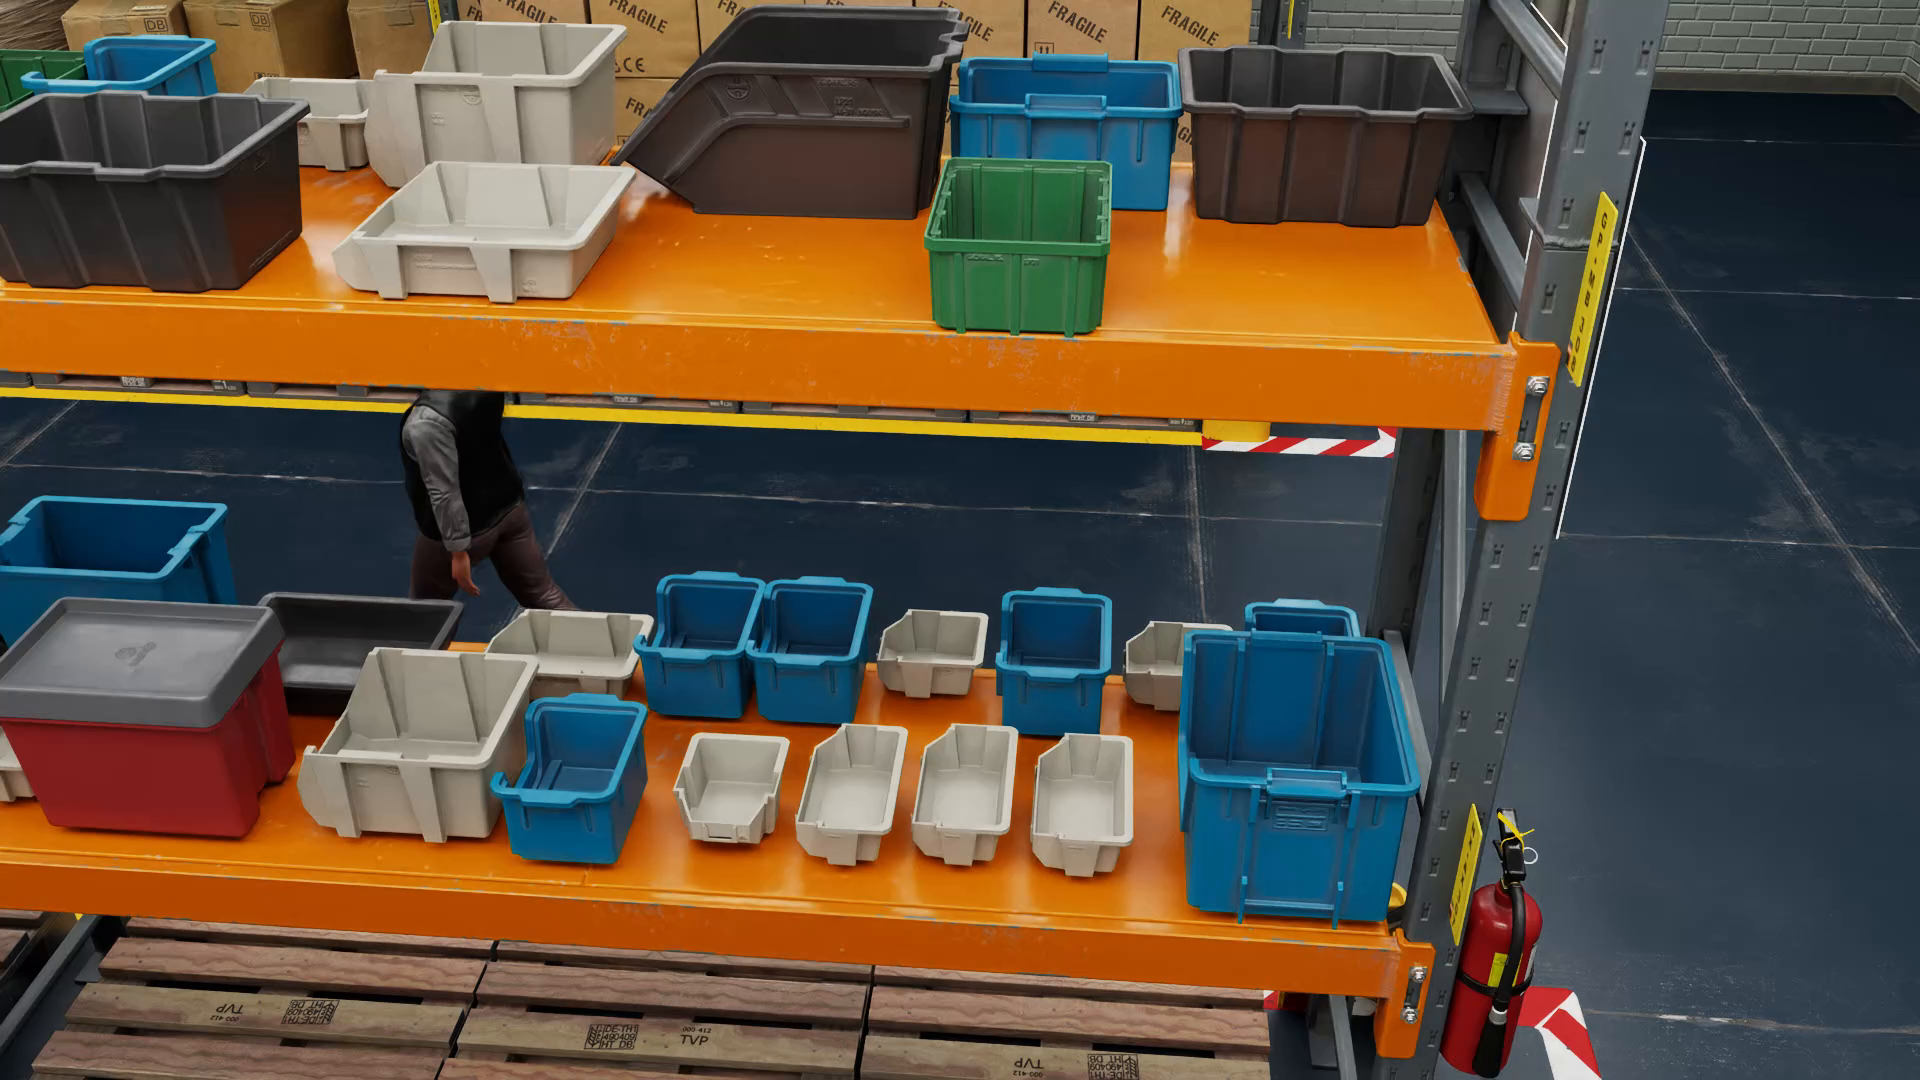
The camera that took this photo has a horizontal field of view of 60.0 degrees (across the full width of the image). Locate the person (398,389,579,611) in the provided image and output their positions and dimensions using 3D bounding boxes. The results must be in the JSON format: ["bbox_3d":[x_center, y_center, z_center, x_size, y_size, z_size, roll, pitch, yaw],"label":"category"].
[{"bbox_3d":[-1.899,-0.106,6.342,1.100,1.665,0.581,13,34,20],"label":"person"}]
